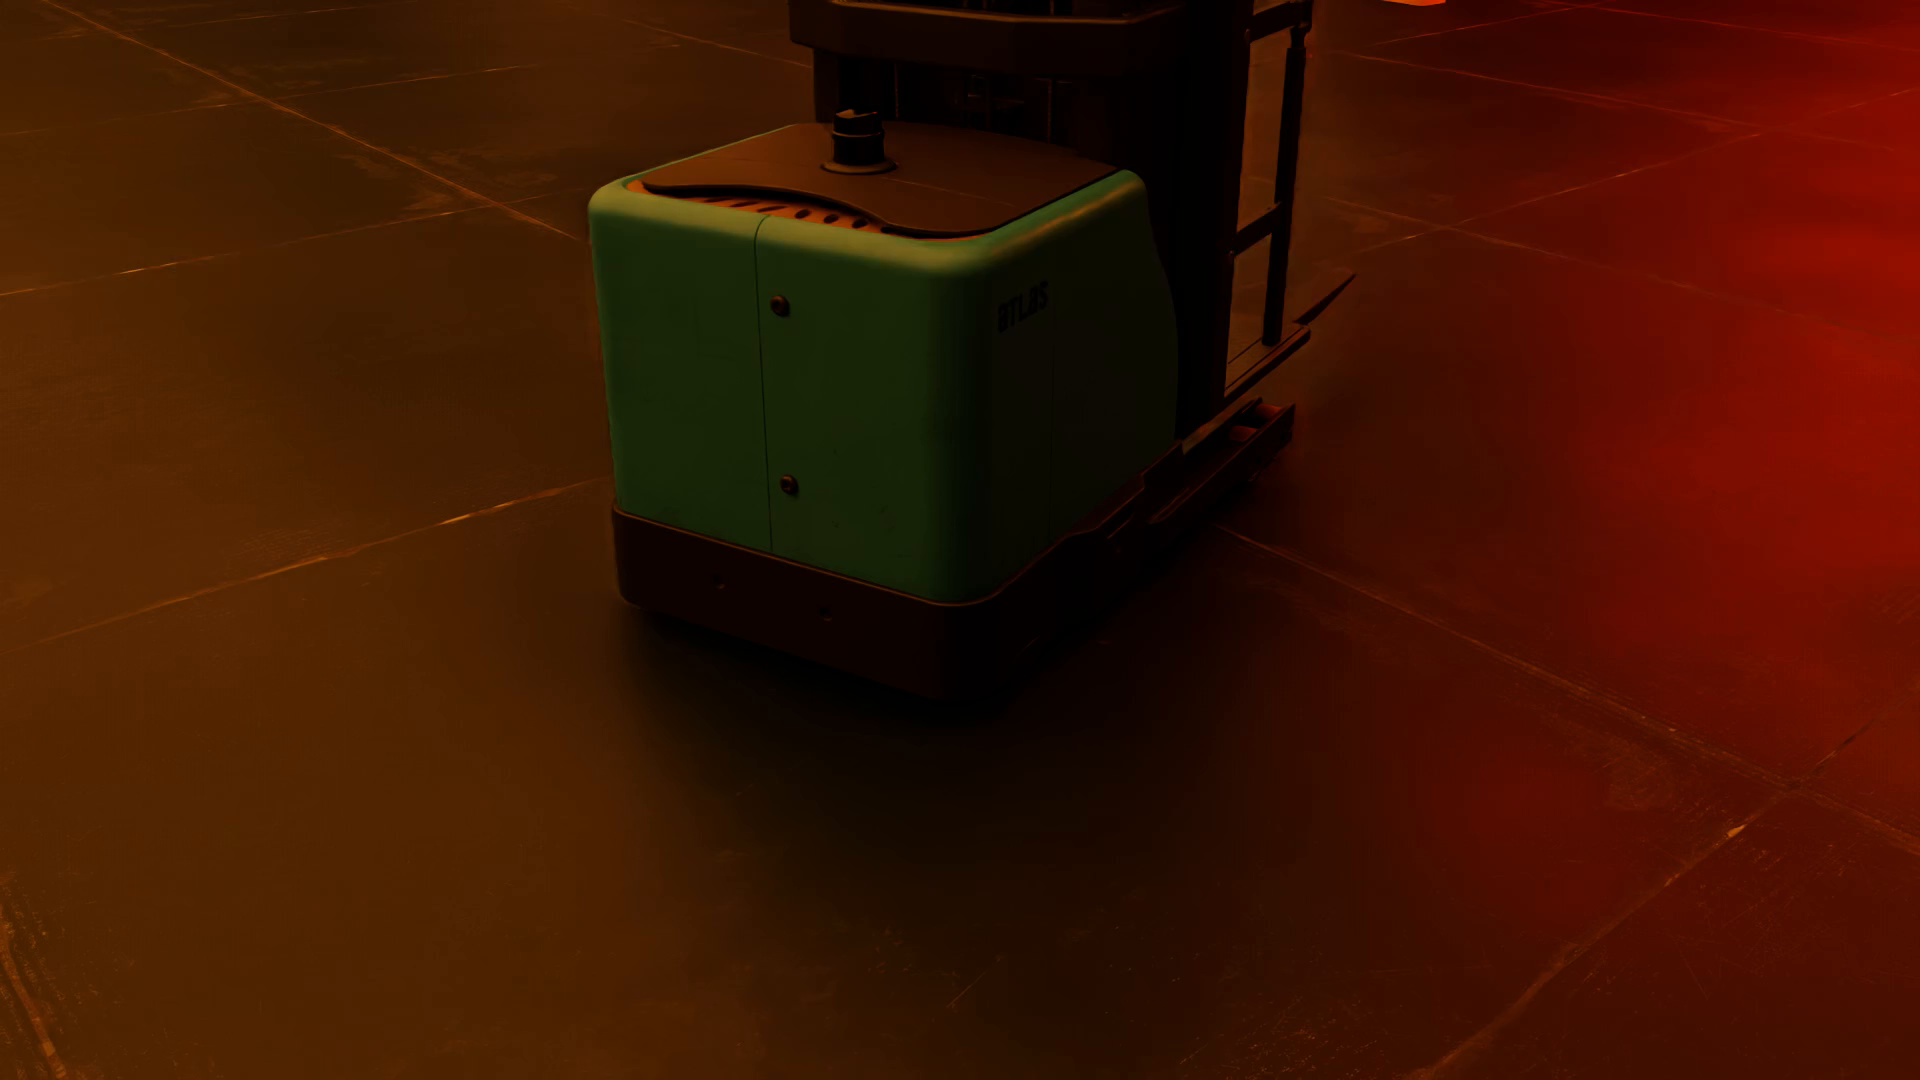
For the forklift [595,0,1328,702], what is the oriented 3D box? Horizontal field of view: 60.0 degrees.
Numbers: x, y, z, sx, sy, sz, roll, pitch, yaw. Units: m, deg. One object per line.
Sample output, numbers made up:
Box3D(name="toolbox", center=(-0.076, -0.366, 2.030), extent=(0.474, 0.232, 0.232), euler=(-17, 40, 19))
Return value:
Box3D(name="forklift", center=(0.320, -1.581, 4.391), extent=(1.130, 2.935, 3.031), euler=(13, 29, 25))
